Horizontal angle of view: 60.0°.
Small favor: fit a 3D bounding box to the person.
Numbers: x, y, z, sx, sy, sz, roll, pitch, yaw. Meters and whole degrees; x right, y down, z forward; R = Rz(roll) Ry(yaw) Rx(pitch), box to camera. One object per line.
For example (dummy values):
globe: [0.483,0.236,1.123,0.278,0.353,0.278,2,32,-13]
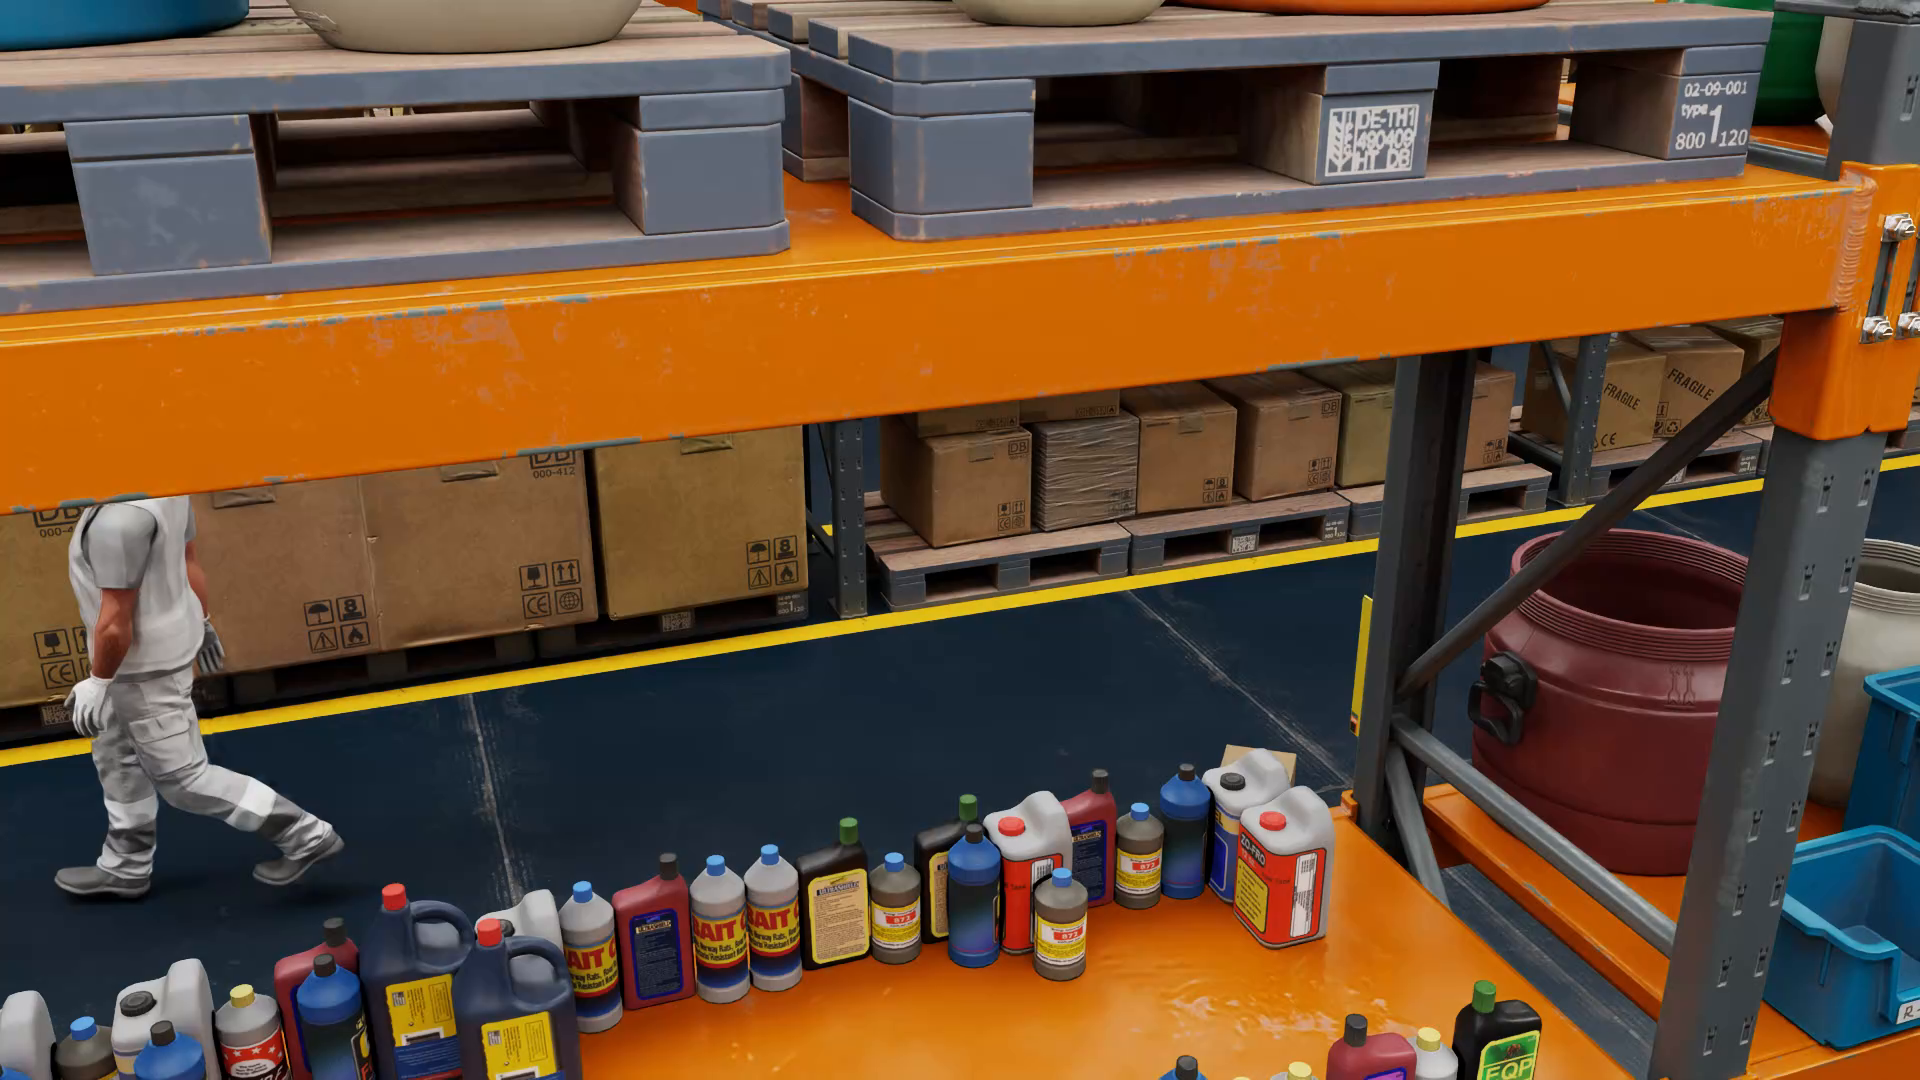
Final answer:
person: [-2.505,0.357,5.185,0.946,1.764,0.560,-5,23,-12]
